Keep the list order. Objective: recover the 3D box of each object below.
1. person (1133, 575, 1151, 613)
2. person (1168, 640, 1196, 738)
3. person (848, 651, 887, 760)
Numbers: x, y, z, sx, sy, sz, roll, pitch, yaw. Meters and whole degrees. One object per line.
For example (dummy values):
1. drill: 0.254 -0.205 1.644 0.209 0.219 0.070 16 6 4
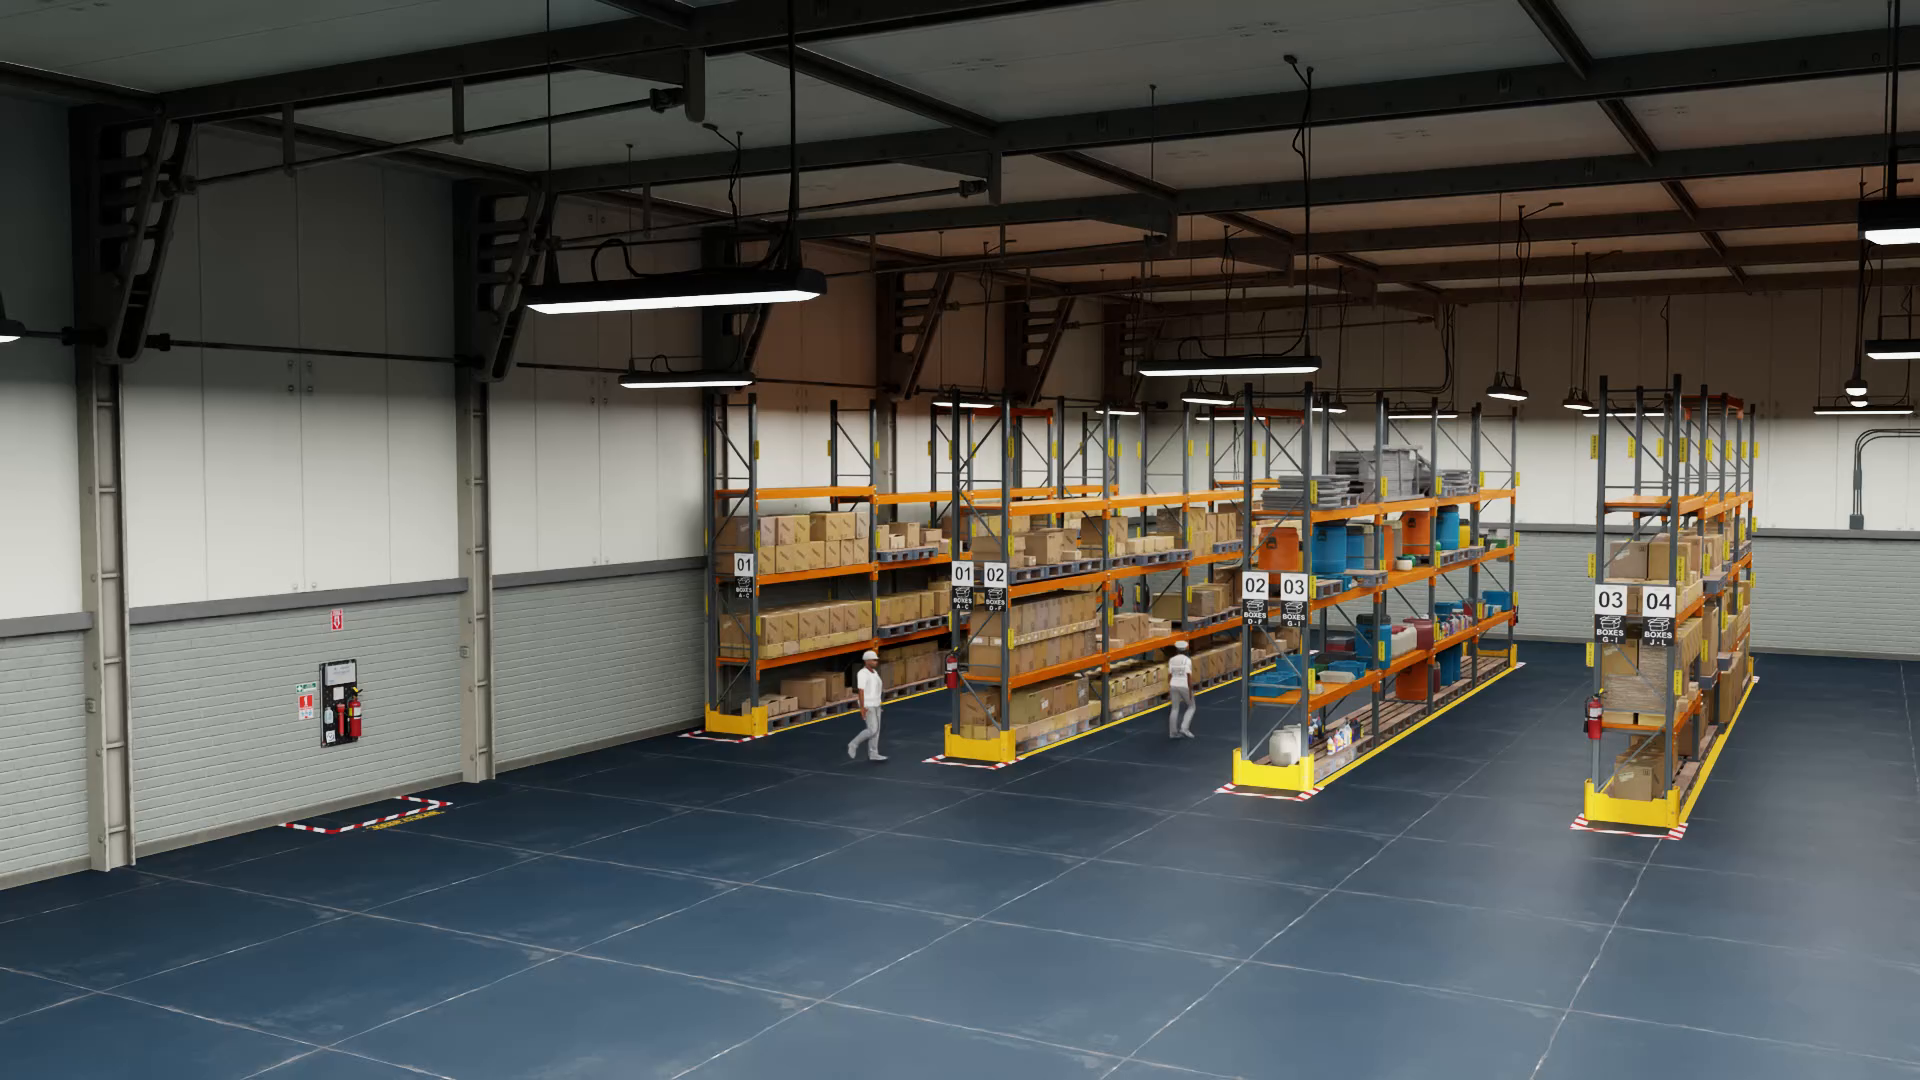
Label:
1. person: 4.844 1.744 44.564 0.545 1.711 0.844 -3 4 -40
2. person: 3.830 2.603 28.899 0.496 1.684 0.515 3 4 40
3. person: -1.481 2.663 26.748 0.607 1.758 0.588 1 3 21
